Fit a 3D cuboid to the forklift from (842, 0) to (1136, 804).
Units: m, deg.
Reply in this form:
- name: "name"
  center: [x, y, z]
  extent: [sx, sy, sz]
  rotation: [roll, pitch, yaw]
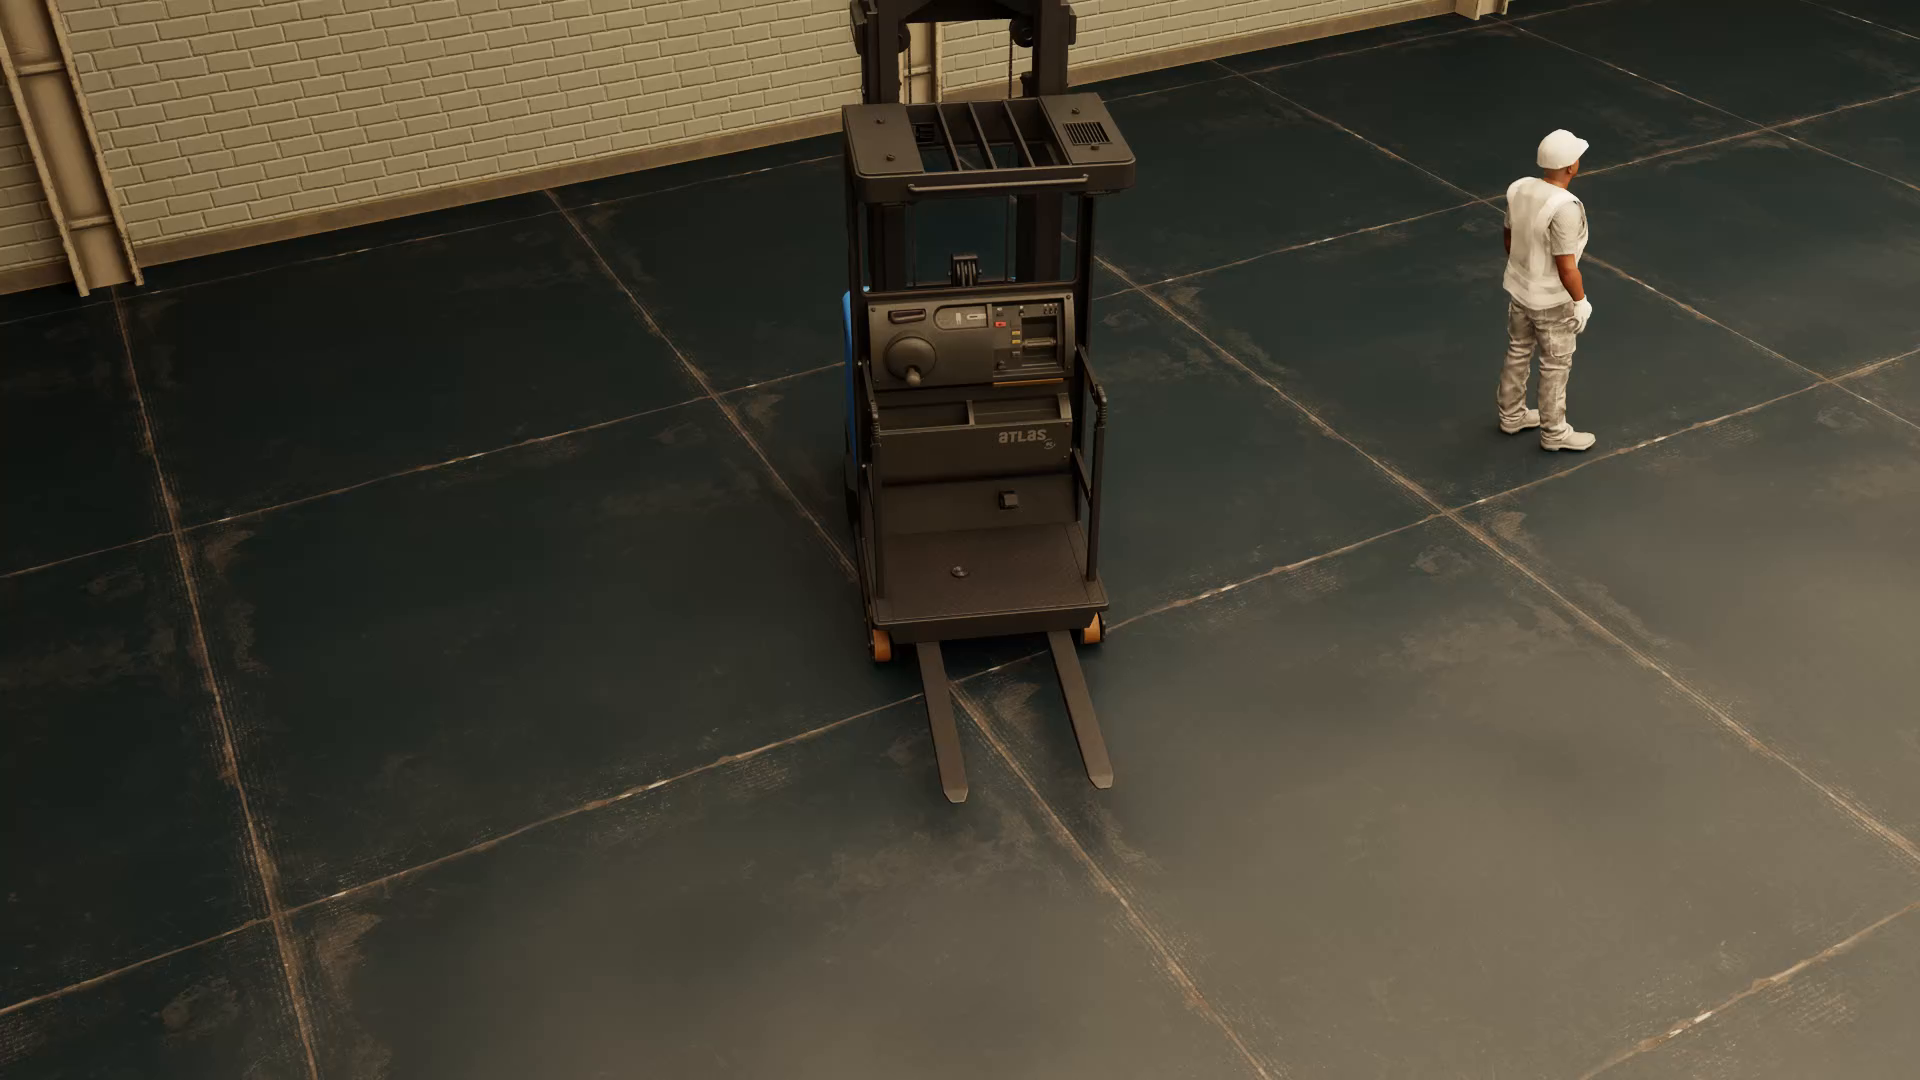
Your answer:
- name: "forklift"
  center: [0.086, -0.837, 7.307]
  extent: [1.130, 2.935, 3.031]
  rotation: [-5, 36, -6]

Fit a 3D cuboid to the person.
- name: "person"
  center: [3.232, -1.367, 9.040]
  extent: [0.577, 1.781, 0.656]
  rotation: [-10, 37, -14]
